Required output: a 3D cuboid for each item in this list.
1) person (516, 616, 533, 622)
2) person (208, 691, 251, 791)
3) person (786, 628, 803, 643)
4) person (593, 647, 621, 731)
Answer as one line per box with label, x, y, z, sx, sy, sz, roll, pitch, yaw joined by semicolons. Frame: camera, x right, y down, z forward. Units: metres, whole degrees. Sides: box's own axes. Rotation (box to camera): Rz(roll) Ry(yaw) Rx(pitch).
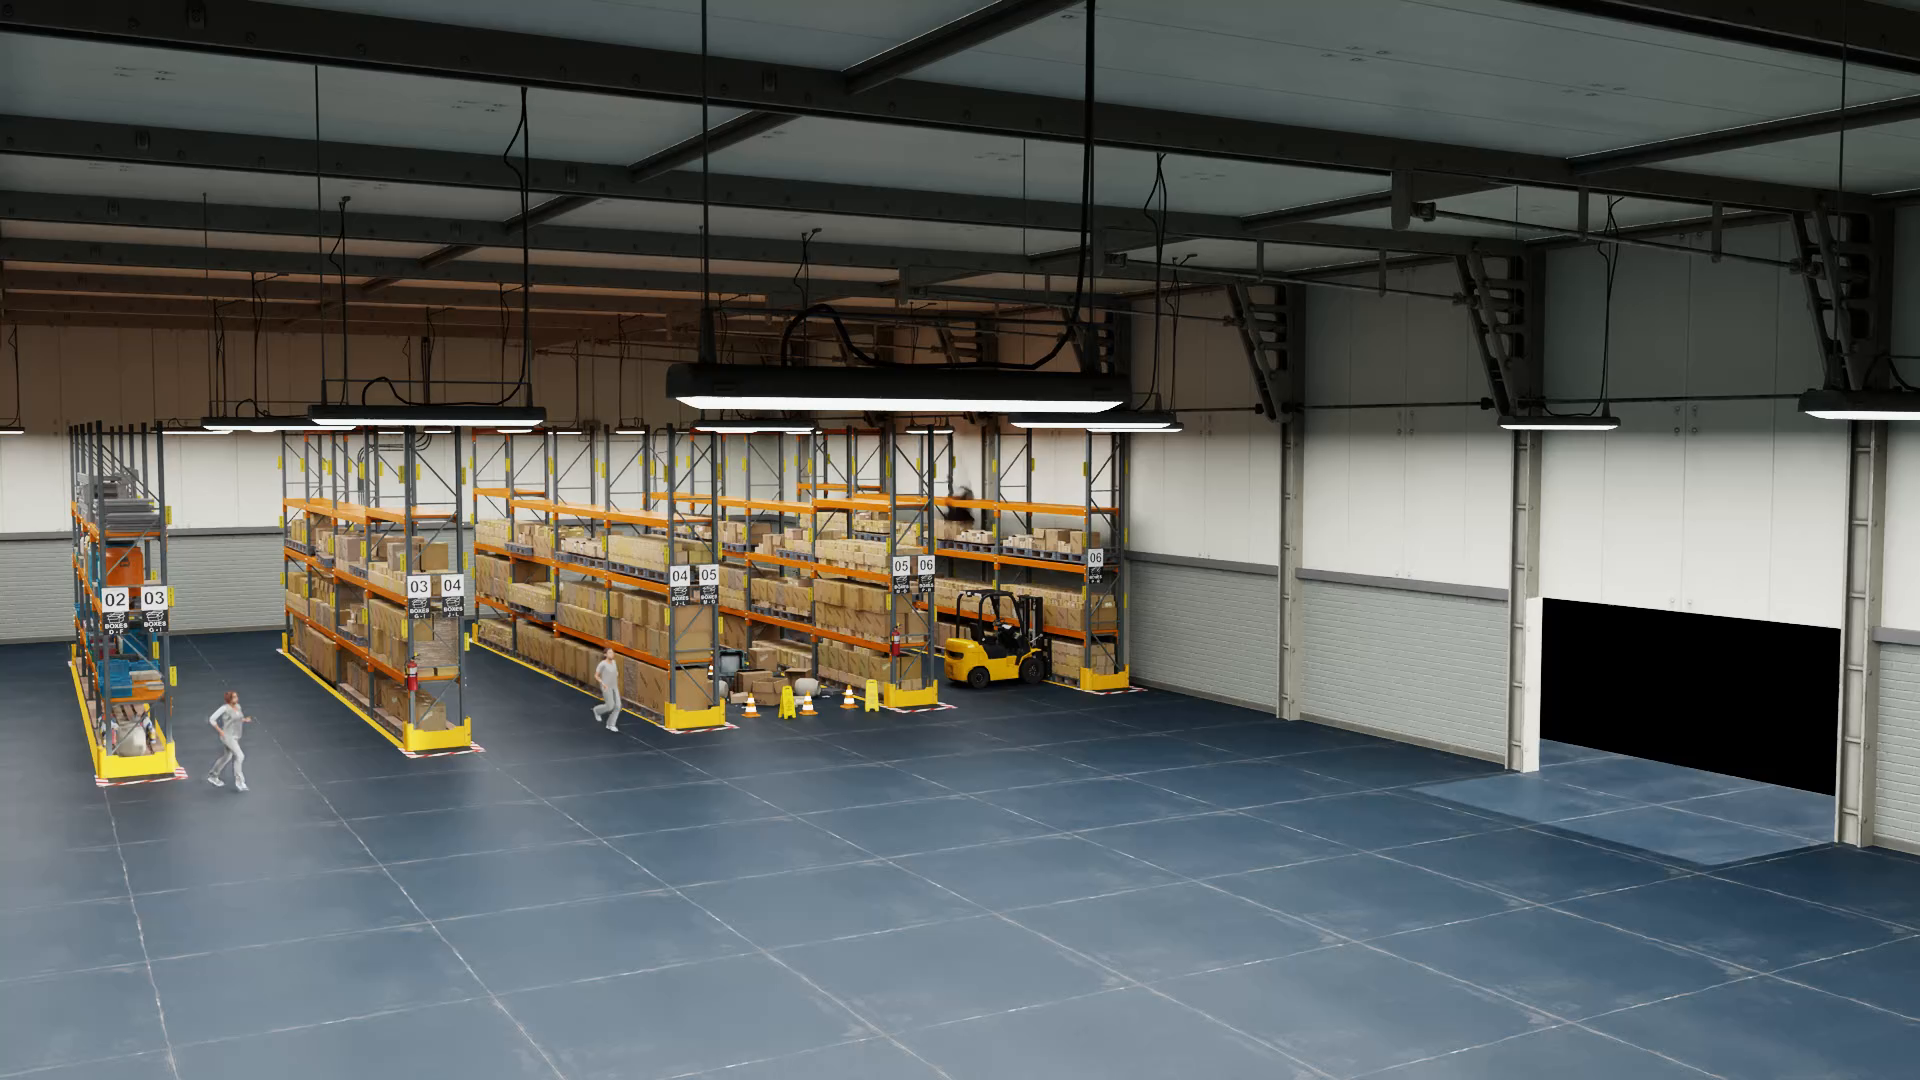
person;-12.747;1.873;48.533;0.932;1.668;0.599;-2;4;-34
person;-11.875;3.258;27.029;0.731;1.646;0.512;0;4;4
person;-4.419;2.110;44.755;0.669;1.683;0.618;-2;4;-29
person;-6.911;2.910;32.597;0.624;1.640;0.573;3;4;38
